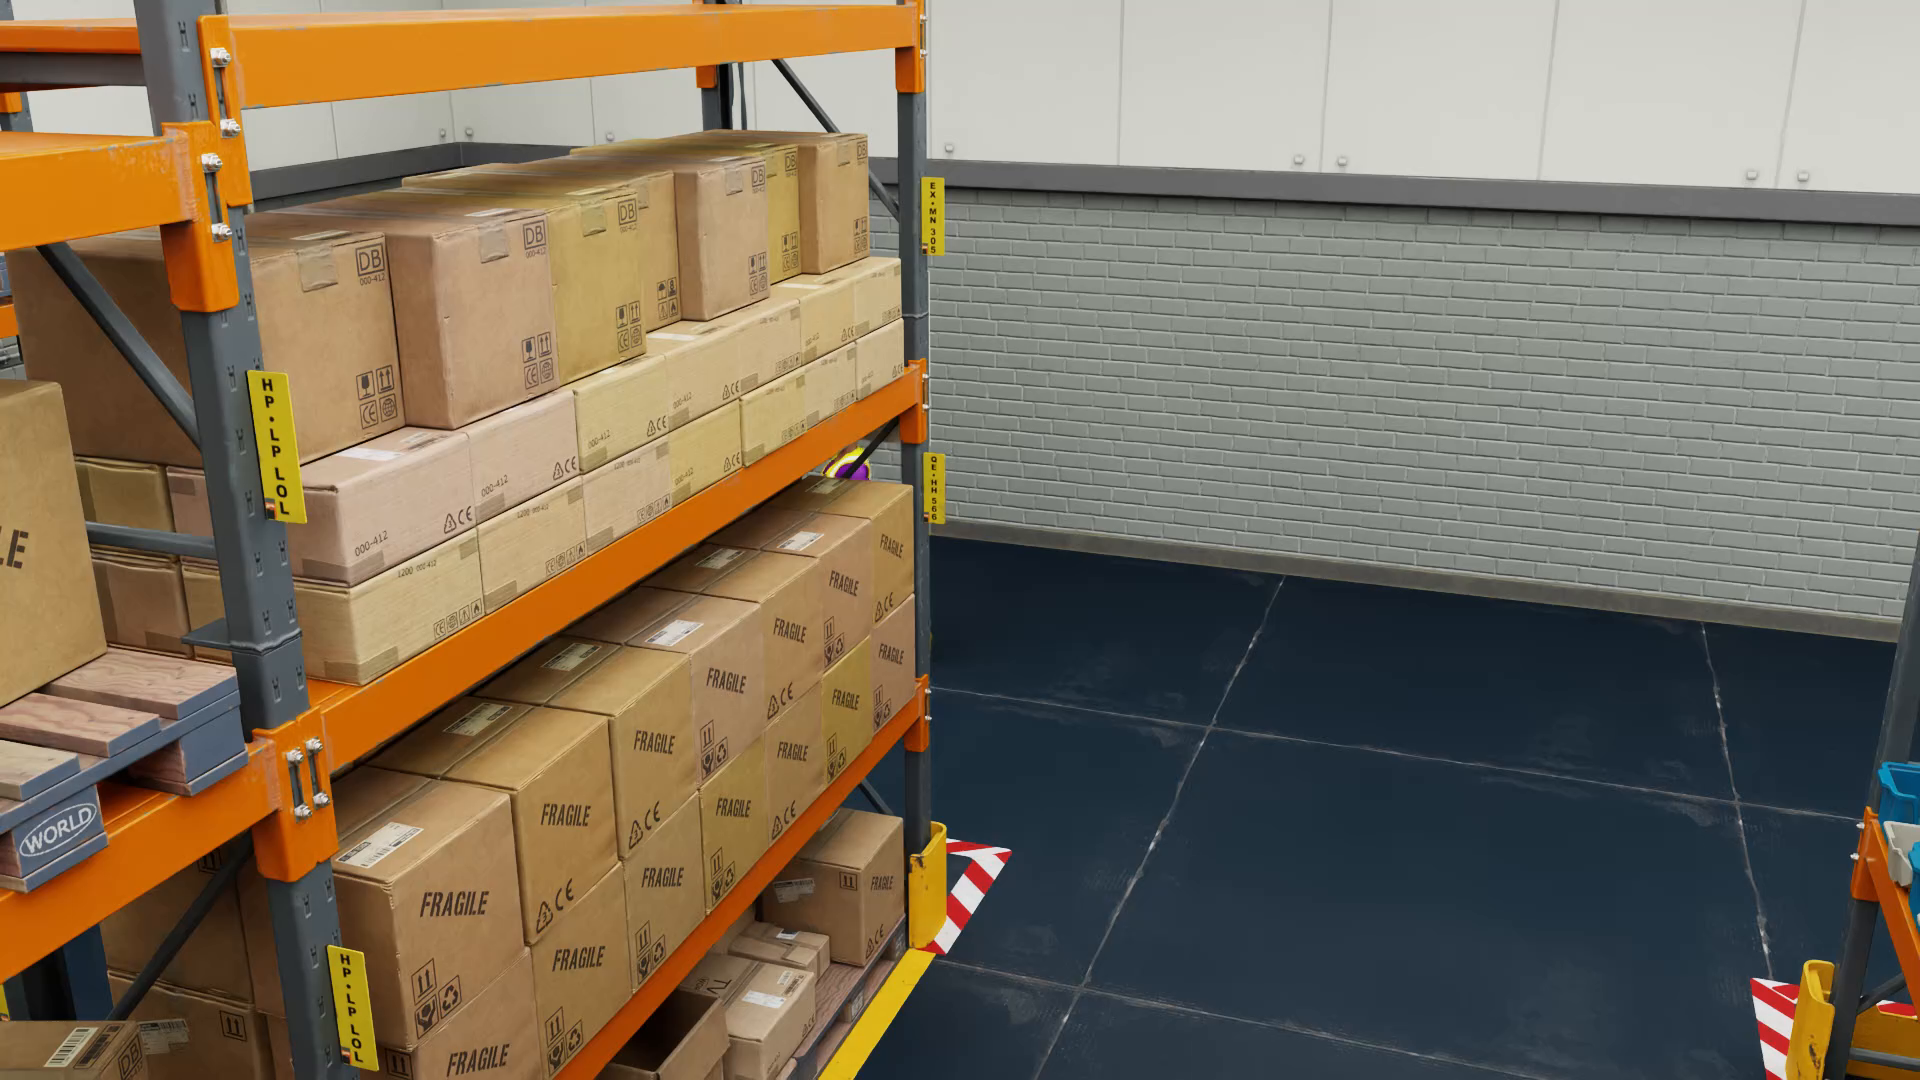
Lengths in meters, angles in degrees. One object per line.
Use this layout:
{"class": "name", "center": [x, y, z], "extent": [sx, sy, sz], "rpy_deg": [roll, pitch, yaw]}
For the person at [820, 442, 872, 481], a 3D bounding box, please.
{"class": "person", "center": [-0.907, -0.003, 11.015], "extent": [0.692, 1.762, 0.598], "rpy_deg": [-3, 19, -10]}
